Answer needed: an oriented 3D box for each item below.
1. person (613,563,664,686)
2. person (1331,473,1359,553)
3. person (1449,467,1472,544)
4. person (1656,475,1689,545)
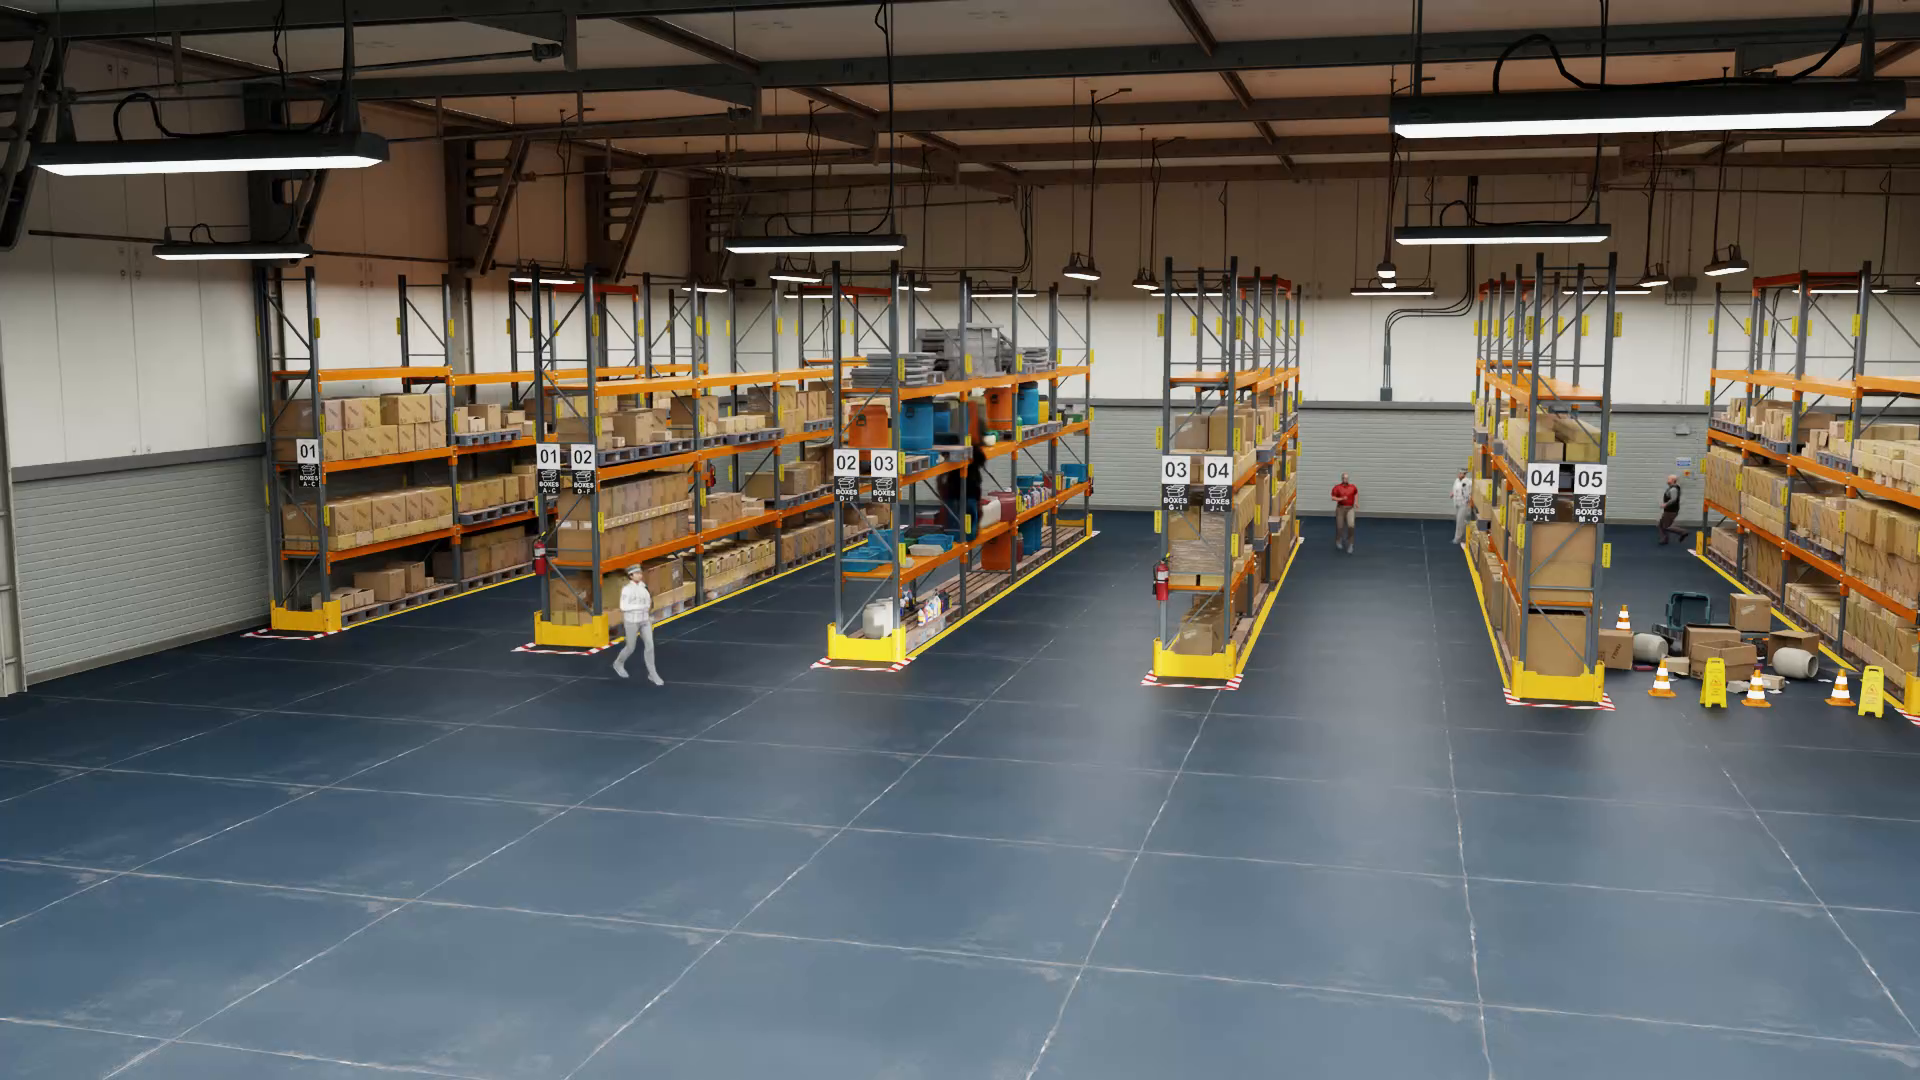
[{"bbox_3d":[-4.572,1.173,23.493,0.886,1.715,0.611,5,9,36],"label":"person"},{"bbox_3d":[8.684,-0.614,37.539,0.632,1.784,0.803,1,7,6],"label":"person"},{"bbox_3d":[11.842,-0.829,39.066,0.878,1.796,0.698,-4,8,-30],"label":"person"},{"bbox_3d":[16.440,-0.667,38.328,0.721,1.688,0.702,4,8,28],"label":"person"}]
